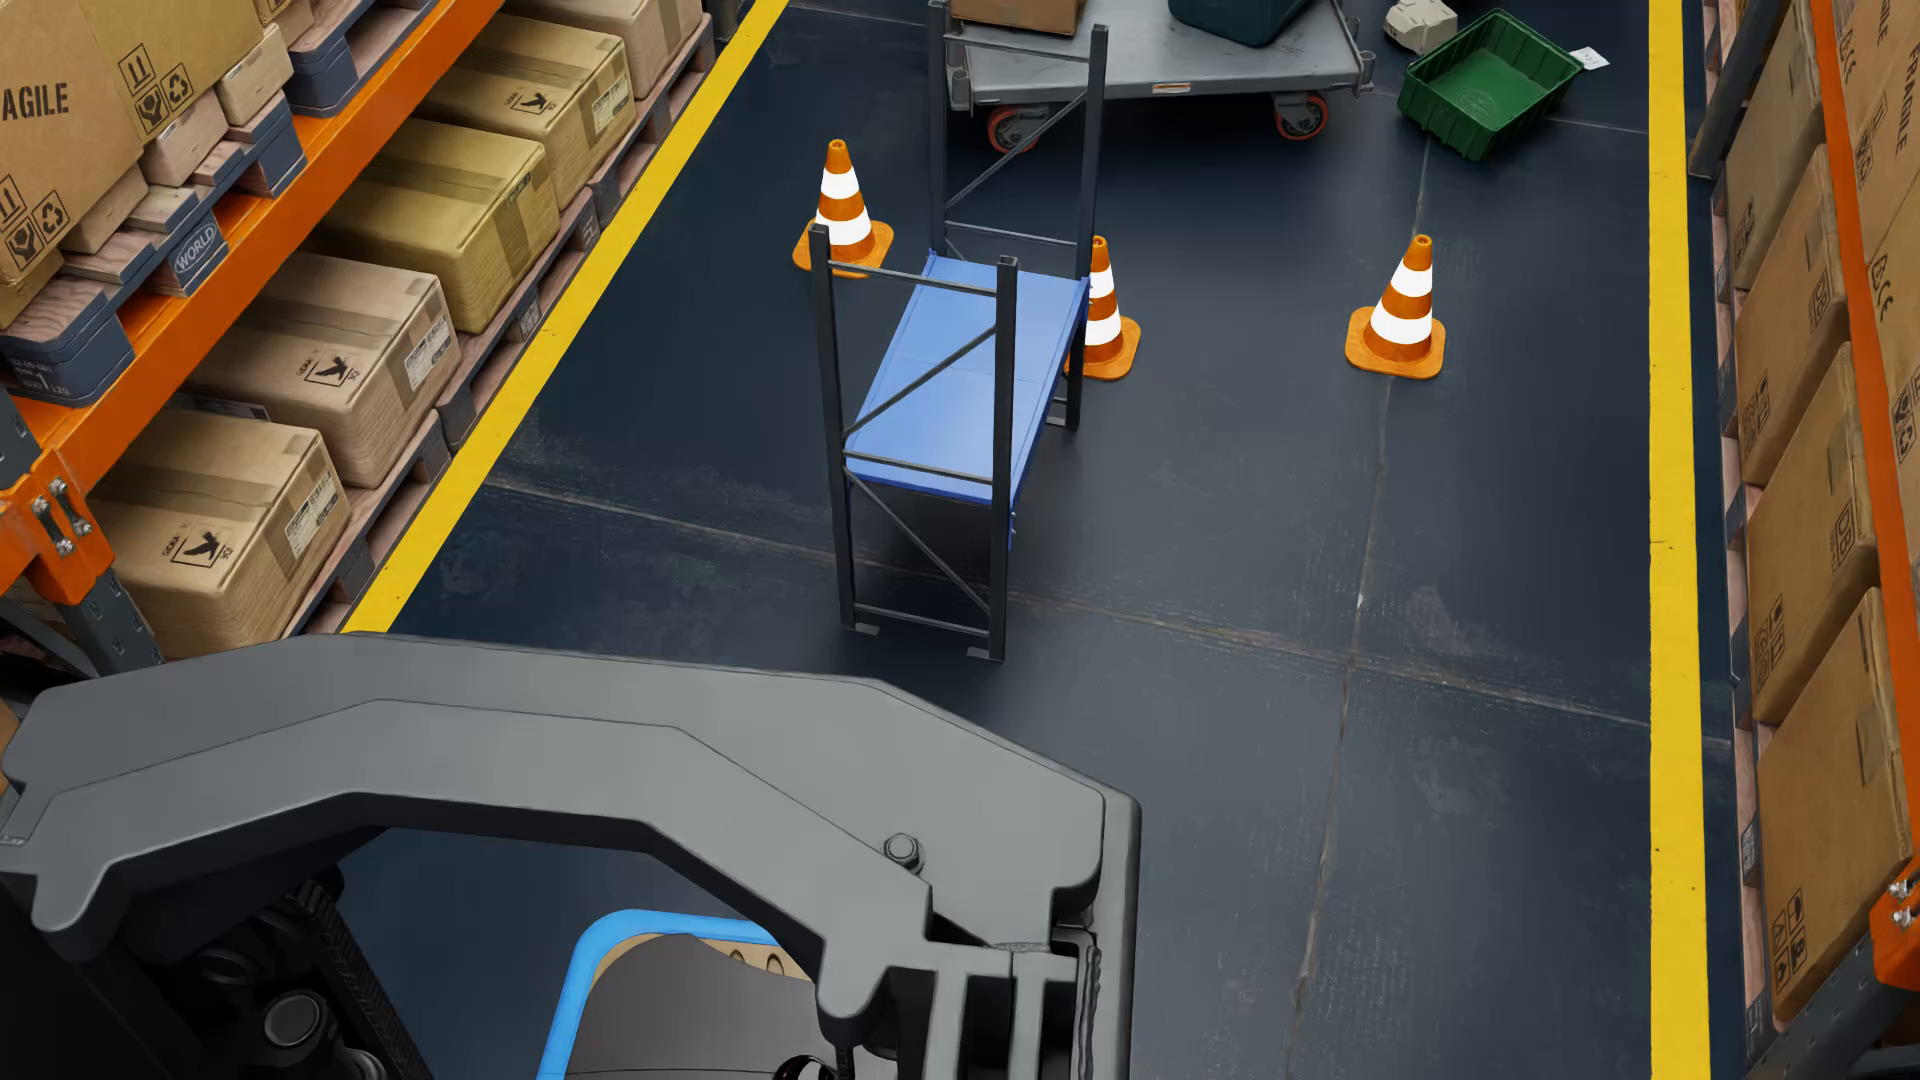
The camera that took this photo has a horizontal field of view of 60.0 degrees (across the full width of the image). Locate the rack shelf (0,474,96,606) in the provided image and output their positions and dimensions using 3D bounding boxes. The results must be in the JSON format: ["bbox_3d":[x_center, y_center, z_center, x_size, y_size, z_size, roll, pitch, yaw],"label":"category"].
[{"bbox_3d":[-3.039,1.318,2.566,1.077,0.370,4.000,12,50,10],"label":"rack shelf"}]

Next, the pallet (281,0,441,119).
[{"bbox_3d":[-2.031,-1.744,4.916,1.003,0.211,1.213,12,50,10],"label":"pallet"}]

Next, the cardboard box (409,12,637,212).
[{"bbox_3d":[-1.781,-1.629,6.160,0.950,0.372,0.625,14,50,12],"label":"cardboard box"}]

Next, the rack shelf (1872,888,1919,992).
[{"bbox_3d":[1.763,2.221,1.769,1.077,0.370,4.000,12,50,10],"label":"rack shelf"}]

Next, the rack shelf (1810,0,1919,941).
[{"bbox_3d":[2.816,-0.672,4.322,1.077,0.370,4.000,12,50,10],"label":"rack shelf"}]

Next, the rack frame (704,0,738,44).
[{"bbox_3d":[-1.459,-3.260,6.127,1.000,3.000,0.127,12,50,10],"label":"rack frame"}]

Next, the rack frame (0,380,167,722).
[{"bbox_3d":[-2.512,-0.367,3.573,1.000,3.000,0.127,12,50,10],"label":"rack frame"}]

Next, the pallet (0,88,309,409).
[{"bbox_3d":[-2.427,-0.840,4.119,1.213,0.211,1.003,12,50,10],"label":"pallet"}]

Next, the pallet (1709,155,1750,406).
[{"bbox_3d":[3.212,-0.861,5.869,1.003,0.211,1.213,12,50,10],"label":"pallet"}]

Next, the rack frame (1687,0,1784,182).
[{"bbox_3d":[3.343,-2.357,5.329,1.000,3.000,0.127,12,50,10],"label":"rack frame"}]

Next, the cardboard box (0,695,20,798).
[{"bbox_3d":[-2.774,0.680,3.786,0.875,0.875,0.875,11,50,10],"label":"cardboard box"}]

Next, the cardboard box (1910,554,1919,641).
[{"bbox_3d":[2.149,0.125,3.073,0.500,0.500,0.500,12,50,10],"label":"cardboard box"}]

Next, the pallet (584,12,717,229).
[{"bbox_3d":[-1.663,-1.774,6.675,1.003,0.211,1.213,12,50,10],"label":"pallet"}]

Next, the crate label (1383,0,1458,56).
[{"bbox_3d":[1.973,-2.209,7.108,0.298,0.136,0.250,-19,51,-16],"label":"crate label"}]

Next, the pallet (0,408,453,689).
[{"bbox_3d":[-2.305,-0.009,5.117,1.003,0.211,1.213,12,50,10],"label":"pallet"}]

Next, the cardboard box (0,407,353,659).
[{"bbox_3d":[-2.354,-0.043,4.760,0.950,0.372,0.625,9,49,7],"label":"cardboard box"}]

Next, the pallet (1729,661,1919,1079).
[{"bbox_3d":[2.570,0.904,4.311,1.003,0.211,1.213,12,50,10],"label":"pallet"}]

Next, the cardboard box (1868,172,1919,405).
[{"bbox_3d":[2.414,-0.597,3.710,0.500,0.500,0.500,11,49,9],"label":"cardboard box"}]

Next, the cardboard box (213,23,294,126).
[{"bbox_3d":[-1.932,-1.203,4.198,0.380,0.149,0.250,12,50,10],"label":"cardboard box"}]

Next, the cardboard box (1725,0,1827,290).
[{"bbox_3d":[3.266,-1.284,5.603,1.050,0.750,0.750,11,50,10],"label":"cardboard box"}]

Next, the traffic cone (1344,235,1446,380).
[{"bbox_3d":[1.533,-0.845,5.687,0.336,0.463,0.334,12,50,10],"label":"traffic cone"}]

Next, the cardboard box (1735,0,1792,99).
[{"bbox_3d":[3.576,-2.234,6.358,0.875,0.875,0.875,12,50,11],"label":"cardboard box"}]

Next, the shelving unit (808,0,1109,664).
[{"bbox_3d":[0.022,-0.558,4.742,0.538,1.500,1.048,12,50,10],"label":"shelving unit"}]

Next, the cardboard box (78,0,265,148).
[{"bbox_3d":[-2.040,-1.296,3.848,0.500,0.500,0.500,14,50,12],"label":"cardboard box"}]

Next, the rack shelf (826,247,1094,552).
[{"bbox_3d":[0.022,-0.439,4.877,0.538,0.185,1.000,12,50,10],"label":"rack shelf"}]

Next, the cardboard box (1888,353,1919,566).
[{"bbox_3d":[2.282,-0.236,3.391,0.500,0.500,0.500,12,50,10],"label":"cardboard box"}]

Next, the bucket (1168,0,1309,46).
[{"bbox_3d":[1.154,-2.330,6.475,0.726,0.611,0.620,28,64,22],"label":"bucket"}]

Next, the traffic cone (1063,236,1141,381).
[{"bbox_3d":[0.453,-0.841,5.683,0.336,0.463,0.334,12,50,10],"label":"traffic cone"}]

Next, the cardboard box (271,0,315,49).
[{"bbox_3d":[-1.944,-1.393,4.366,0.380,0.149,0.250,14,50,12],"label":"cardboard box"}]

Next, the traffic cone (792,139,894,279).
[{"bbox_3d":[-0.435,-1.248,6.043,0.336,0.463,0.334,12,50,10],"label":"traffic cone"}]

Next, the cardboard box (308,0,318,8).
[{"bbox_3d":[-1.907,-1.605,4.553,0.380,0.149,0.250,13,50,12],"label":"cardboard box"}]

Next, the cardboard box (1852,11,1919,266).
[{"bbox_3d":[2.544,-0.969,4.038,0.500,0.500,0.500,12,50,11],"label":"cardboard box"}]

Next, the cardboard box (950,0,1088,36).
[{"bbox_3d":[0.266,-2.354,6.489,0.500,0.500,0.500,12,50,10],"label":"cardboard box"}]

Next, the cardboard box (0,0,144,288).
[{"bbox_3d":[-2.171,-0.917,3.514,0.500,0.500,0.500,10,49,9],"label":"cardboard box"}]

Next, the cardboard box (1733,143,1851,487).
[{"bbox_3d":[3.008,-0.587,4.988,1.050,0.750,0.750,12,50,10],"label":"cardboard box"}]

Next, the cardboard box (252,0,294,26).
[{"bbox_3d":[-1.907,-1.681,4.188,0.500,0.500,0.500,12,50,11],"label":"cardboard box"}]

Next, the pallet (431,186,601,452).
[{"bbox_3d":[-1.982,-0.889,5.894,1.003,0.211,1.213,12,50,10],"label":"pallet"}]

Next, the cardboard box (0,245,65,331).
[{"bbox_3d":[-2.247,-0.621,3.685,0.380,0.149,0.250,9,49,8],"label":"cardboard box"}]

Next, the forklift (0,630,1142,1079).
[{"bbox_3d":[-0.394,1.588,1.894,1.130,2.935,3.031,5,49,4],"label":"forklift"}]

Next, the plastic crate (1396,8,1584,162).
[{"bbox_3d":[2.124,-1.829,6.701,0.662,0.188,0.450,-37,68,-28],"label":"plastic crate"}]

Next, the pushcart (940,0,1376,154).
[{"bbox_3d":[0.753,-1.979,6.745,1.648,0.377,0.936,-4,49,-3],"label":"pushcart"}]

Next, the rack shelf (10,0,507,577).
[{"bbox_3d":[-1.986,-1.576,5.120,1.077,0.370,4.000,12,50,10],"label":"rack shelf"}]

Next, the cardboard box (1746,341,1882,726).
[{"bbox_3d":[2.764,0.086,4.394,1.050,0.750,0.750,12,50,11],"label":"cardboard box"}]

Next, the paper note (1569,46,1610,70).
[{"bbox_3d":[2.646,-2.039,7.029,0.147,0.020,0.142,-19,51,-16],"label":"paper note"}]

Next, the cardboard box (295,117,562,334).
[{"bbox_3d":[-1.962,-1.126,5.716,0.950,0.372,0.625,13,50,11],"label":"cardboard box"}]

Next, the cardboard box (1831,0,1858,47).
[{"bbox_3d":[2.812,-1.697,4.680,0.500,0.500,0.500,12,50,10],"label":"cardboard box"}]

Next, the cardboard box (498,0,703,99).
[{"bbox_3d":[-1.595,-2.150,6.619,0.950,0.372,0.625,12,50,11],"label":"cardboard box"}]

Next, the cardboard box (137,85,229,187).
[{"bbox_3d":[-2.024,-1.008,4.026,0.380,0.149,0.250,9,49,8],"label":"cardboard box"}]

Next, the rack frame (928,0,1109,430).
[{"bbox_3d":[0.156,-0.926,5.067,0.500,1.500,0.032,12,50,10],"label":"rack frame"}]

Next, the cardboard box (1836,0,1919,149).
[{"bbox_3d":[2.678,-1.336,4.362,0.500,0.500,0.500,11,50,10],"label":"cardboard box"}]

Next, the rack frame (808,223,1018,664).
[{"bbox_3d":[-0.111,-0.190,4.418,0.500,1.500,0.032,12,50,10],"label":"rack frame"}]

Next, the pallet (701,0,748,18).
[{"bbox_3d":[-1.317,-2.830,7.607,1.003,0.211,1.213,12,50,10],"label":"pallet"}]

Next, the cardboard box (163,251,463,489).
[{"bbox_3d":[-2.167,-0.579,5.233,0.950,0.372,0.625,11,49,9],"label":"cardboard box"}]

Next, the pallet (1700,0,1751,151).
[{"bbox_3d":[3.618,-1.968,6.847,1.003,0.211,1.213,12,50,10],"label":"pallet"}]

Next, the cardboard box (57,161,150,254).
[{"bbox_3d":[-2.141,-0.819,3.860,0.380,0.149,0.250,9,49,8],"label":"cardboard box"}]

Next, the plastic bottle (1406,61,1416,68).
[{"bbox_3d":[1.959,-1.882,6.870,0.133,0.061,0.283,-11,50,-10],"label":"plastic bottle"}]

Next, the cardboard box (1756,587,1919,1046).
[{"bbox_3d":[2.537,0.719,3.835,1.050,0.750,0.750,11,49,10],"label":"cardboard box"}]

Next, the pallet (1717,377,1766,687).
[{"bbox_3d":[2.893,0.024,5.088,1.003,0.211,1.213,12,50,10],"label":"pallet"}]
